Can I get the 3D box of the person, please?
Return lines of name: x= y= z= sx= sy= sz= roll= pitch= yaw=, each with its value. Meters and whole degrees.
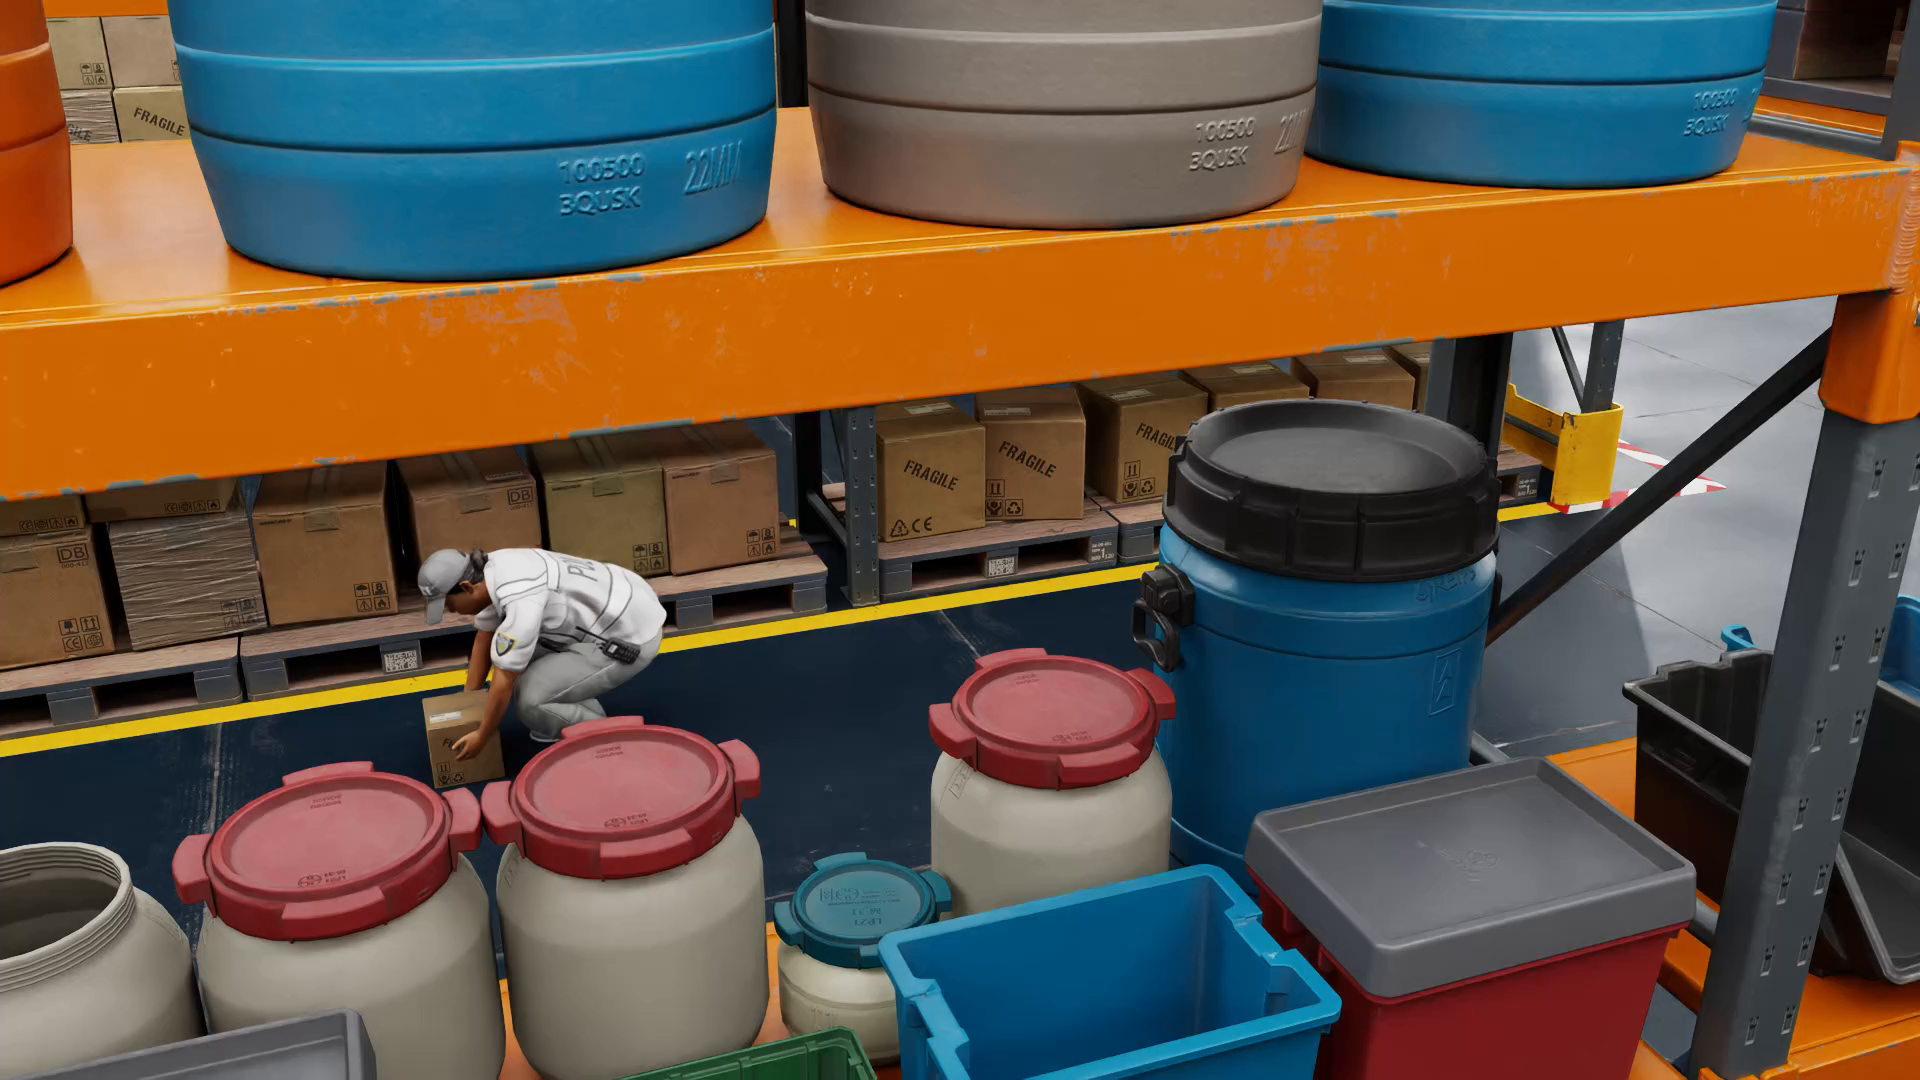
person: x=-1.556 y=0.504 z=6.166 sx=0.904 sy=0.810 sz=0.515 roll=-9 pitch=24 yaw=-20
